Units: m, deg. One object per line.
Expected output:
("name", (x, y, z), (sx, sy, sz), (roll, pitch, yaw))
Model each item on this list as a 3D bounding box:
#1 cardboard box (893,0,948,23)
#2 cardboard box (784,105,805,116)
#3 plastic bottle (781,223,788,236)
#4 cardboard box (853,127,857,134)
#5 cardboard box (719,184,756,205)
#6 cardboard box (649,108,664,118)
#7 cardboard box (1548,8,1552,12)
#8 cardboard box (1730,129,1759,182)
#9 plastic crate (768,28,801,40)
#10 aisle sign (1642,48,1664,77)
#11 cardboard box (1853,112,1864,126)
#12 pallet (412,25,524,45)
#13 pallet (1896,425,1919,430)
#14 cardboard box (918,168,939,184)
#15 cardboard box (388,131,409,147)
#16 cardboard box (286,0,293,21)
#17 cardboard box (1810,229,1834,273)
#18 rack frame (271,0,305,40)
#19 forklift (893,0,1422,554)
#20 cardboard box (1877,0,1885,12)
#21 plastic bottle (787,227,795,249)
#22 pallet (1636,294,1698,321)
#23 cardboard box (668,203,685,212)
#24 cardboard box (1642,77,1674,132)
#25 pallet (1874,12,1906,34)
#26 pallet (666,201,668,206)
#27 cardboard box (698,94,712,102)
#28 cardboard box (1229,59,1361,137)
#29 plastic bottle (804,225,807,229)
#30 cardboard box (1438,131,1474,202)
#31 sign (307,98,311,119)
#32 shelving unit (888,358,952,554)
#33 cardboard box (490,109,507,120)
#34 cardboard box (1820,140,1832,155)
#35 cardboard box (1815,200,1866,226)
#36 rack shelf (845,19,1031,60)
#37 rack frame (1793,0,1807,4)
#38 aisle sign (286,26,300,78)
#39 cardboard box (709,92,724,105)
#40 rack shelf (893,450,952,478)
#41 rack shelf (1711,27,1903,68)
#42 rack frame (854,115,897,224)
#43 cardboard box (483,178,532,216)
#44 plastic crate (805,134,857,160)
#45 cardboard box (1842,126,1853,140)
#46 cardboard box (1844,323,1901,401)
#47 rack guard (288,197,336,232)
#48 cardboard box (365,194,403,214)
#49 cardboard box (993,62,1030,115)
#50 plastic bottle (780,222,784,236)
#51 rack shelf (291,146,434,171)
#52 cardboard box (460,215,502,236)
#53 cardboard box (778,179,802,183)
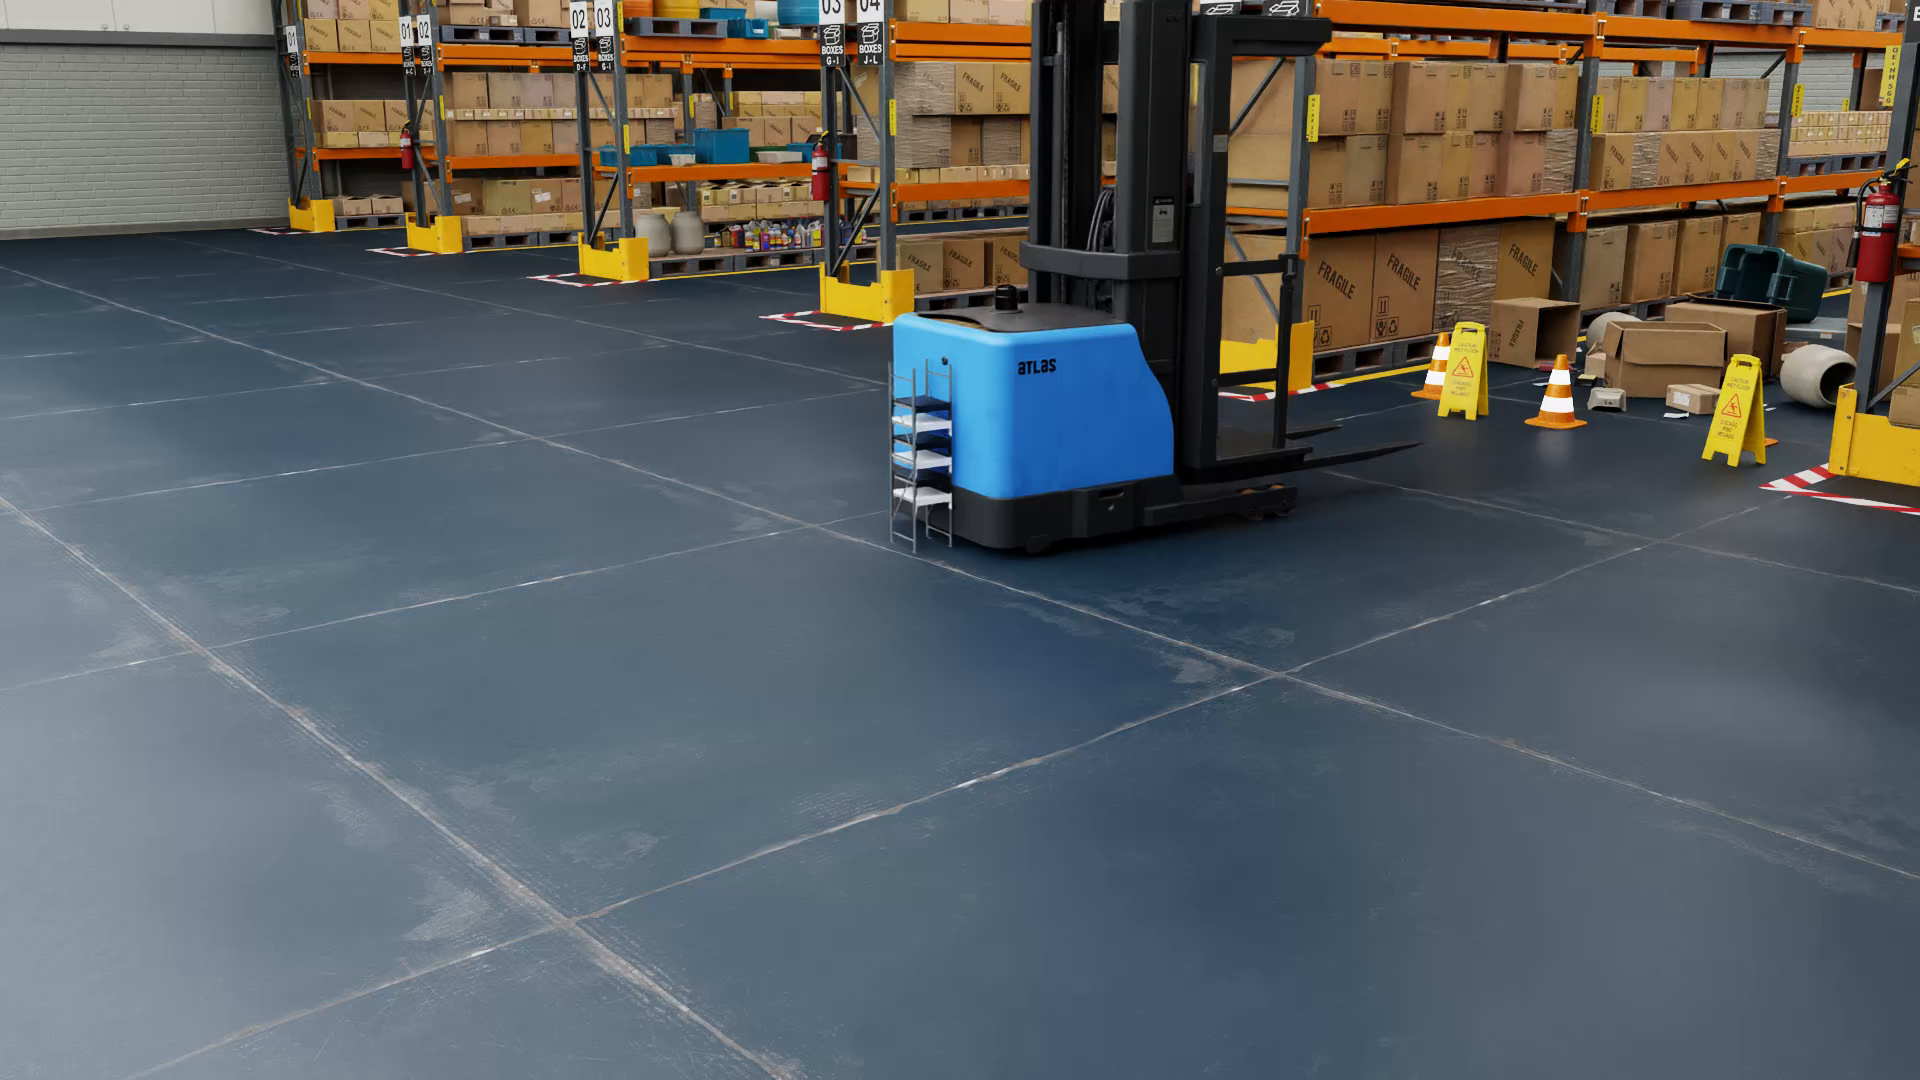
("cardboard box", (-0.459, -5.086, 15.957), (0.500, 0.250, 0.500), (-12, 19, -38))
("cardboard box", (-3.401, -8.331, 32.818), (0.500, 0.500, 0.500), (-13, 20, -40))
("plastic bottle", (-2.336, -4.094, 22.199), (0.097, 0.271, 0.097), (0, 15, 0))
("cardboard box", (-1.760, -6.866, 28.316), (0.500, 0.311, 0.500), (-11, 19, -36))
("cardboard box", (-3.618, -5.536, 26.589), (0.500, 0.311, 0.500), (-13, 20, -40))
("cardboard box", (-4.727, -6.517, 25.386), (0.250, 0.149, 0.380), (-13, 20, -41))
("cardboard box", (8.611, -7.604, 23.891), (0.500, 0.500, 0.700), (-14, 21, -43))
("cardboard box", (7.682, -3.886, 16.792), (0.500, 0.500, 0.500), (-13, 19, -39))
("plastic crate", (-2.172, -6.291, 20.688), (0.396, 0.136, 0.243), (-13, 19, -39))
("aisle sign", (10.935, -7.715, 26.283), (0.004, 0.787, 0.394), (-13, 19, -39))
("cardboard box", (9.879, -4.725, 18.645), (0.250, 0.149, 0.380), (-13, 20, -40))
("pallet", (-6.942, -7.128, 23.483), (1.213, 0.211, 1.003), (-13, 19, -39))
("pallet", (6.206, -0.545, 9.882), (1.213, 0.211, 1.003), (-13, 19, -39))
("cardboard box", (-0.420, -3.597, 16.391), (0.250, 0.149, 0.380), (-13, 19, -39))
("cardboard box", (-9.400, -6.705, 27.791), (0.500, 0.250, 0.500), (-13, 20, -40))
("cardboard box", (-10.593, -8.685, 26.970), (0.500, 0.500, 0.500), (-12, 19, -37))
("cardboard box", (9.300, -3.202, 18.454), (0.500, 0.500, 0.500), (-12, 19, -39))
("rack frame", (-10.747, -9.469, 26.263), (0.127, 3.000, 1.000), (-13, 19, -39))
("forklift", (1.170, -1.617, 8.625), (3.031, 2.935, 1.130), (-9, 18, -31))
("cardboard box", (9.988, -6.194, 18.800), (0.637, 0.503, 0.797), (-13, 20, -40))
("plastic bottle", (-2.184, -3.893, 21.444), (0.097, 0.271, 0.097), (0, 15, 0))
("pallet", (6.658, -2.379, 16.747), (1.213, 0.211, 1.003), (-13, 19, -39))
("cardboard box", (-4.352, -5.286, 26.741), (0.500, 0.250, 0.500), (-13, 20, -40))
("cardboard box", (6.344, -4.163, 15.890), (0.500, 0.500, 0.700), (-12, 19, -39))
("pallet", (9.924, -5.826, 18.802), (1.003, 0.211, 1.213), (-13, 19, -39))
("pallet", (-6.222, -6.241, 31.207), (1.213, 0.211, 1.003), (-13, 19, -39))
("cardboard box", (-4.952, -8.436, 31.717), (0.380, 0.149, 0.250), (13, 20, 40))
("cardboard box", (2.493, -3.345, 12.576), (0.550, 0.550, 0.875), (-13, 19, -39))
("plastic bottle", (-1.998, -3.983, 21.761), (0.133, 0.283, 0.061), (-13, 19, -39))
("cardboard box", (3.716, -3.105, 13.772), (0.500, 0.550, 0.875), (-13, 19, -39))
("sign", (-10.391, -6.884, 26.530), (0.005, 0.325, 0.100), (-13, 19, -39))
("shelving unit", (-0.190, -0.406, 8.025), (0.210, 0.900, 0.258), (-9, 18, -31))
("cardboard box", (-6.669, -6.081, 23.751), (0.250, 0.149, 0.380), (-13, 19, -39))
("cardboard box", (9.301, -4.306, 18.230), (0.250, 0.149, 0.380), (-12, 19, -37))
("cardboard box", (10.058, -3.734, 18.992), (0.500, 0.250, 0.500), (-14, 20, -42))
("rack shelf", (0.516, -5.118, 17.181), (4.000, 0.370, 1.077), (-13, 19, -39))
("rack frame", (8.222, -6.949, 16.828), (0.127, 3.000, 1.000), (-13, 19, -39))
("aisle sign", (-10.604, -7.756, 26.438), (0.004, 0.787, 0.394), (-13, 19, -39))
("cardboard box", (-4.540, -8.617, 32.437), (0.500, 0.250, 0.500), (-12, 19, -38))
("rack shelf", (-0.190, -0.374, 8.034), (0.200, 0.077, 0.258), (-9, 18, -31))
("rack shelf", (9.731, -5.491, 18.576), (4.000, 0.370, 1.077), (-13, 19, -39))
("rack frame", (-1.457, -6.962, 28.503), (0.127, 3.000, 1.000), (-13, 19, -39))
("cardboard box", (-6.566, -4.977, 24.130), (0.500, 0.500, 0.500), (-13, 19, -39))
("plastic crate", (-1.705, -5.226, 22.123), (0.504, 0.338, 0.767), (-13, 19, -39))
("cardboard box", (9.689, -4.537, 18.520), (0.250, 0.149, 0.380), (-13, 20, -40))
("cardboard box", (6.829, -1.303, 12.156), (0.500, 0.500, 0.500), (0, 15, -1))
("rack guard", (-10.690, -5.376, 27.408), (0.348, 0.500, 1.175), (-13, 19, -39))
("cardboard box", (-9.736, -5.681, 28.063), (0.500, 0.311, 0.500), (-11, 18, -35))
("cardboard box", (0.360, -4.562, 16.807), (0.500, 0.500, 0.500), (-13, 19, -39))
("plastic bottle", (-2.402, -4.112, 22.244), (0.133, 0.283, 0.061), (-12, 19, -37))
("rack shelf", (-9.238, -6.562, 28.399), (4.000, 0.370, 1.077), (-13, 19, -39))
("cardboard box", (-6.942, -4.529, 23.908), (0.500, 0.250, 0.500), (-13, 19, -39))
("cardboard box", (-2.822, -5.900, 27.952), (0.500, 0.311, 0.500), (-13, 20, -41))
